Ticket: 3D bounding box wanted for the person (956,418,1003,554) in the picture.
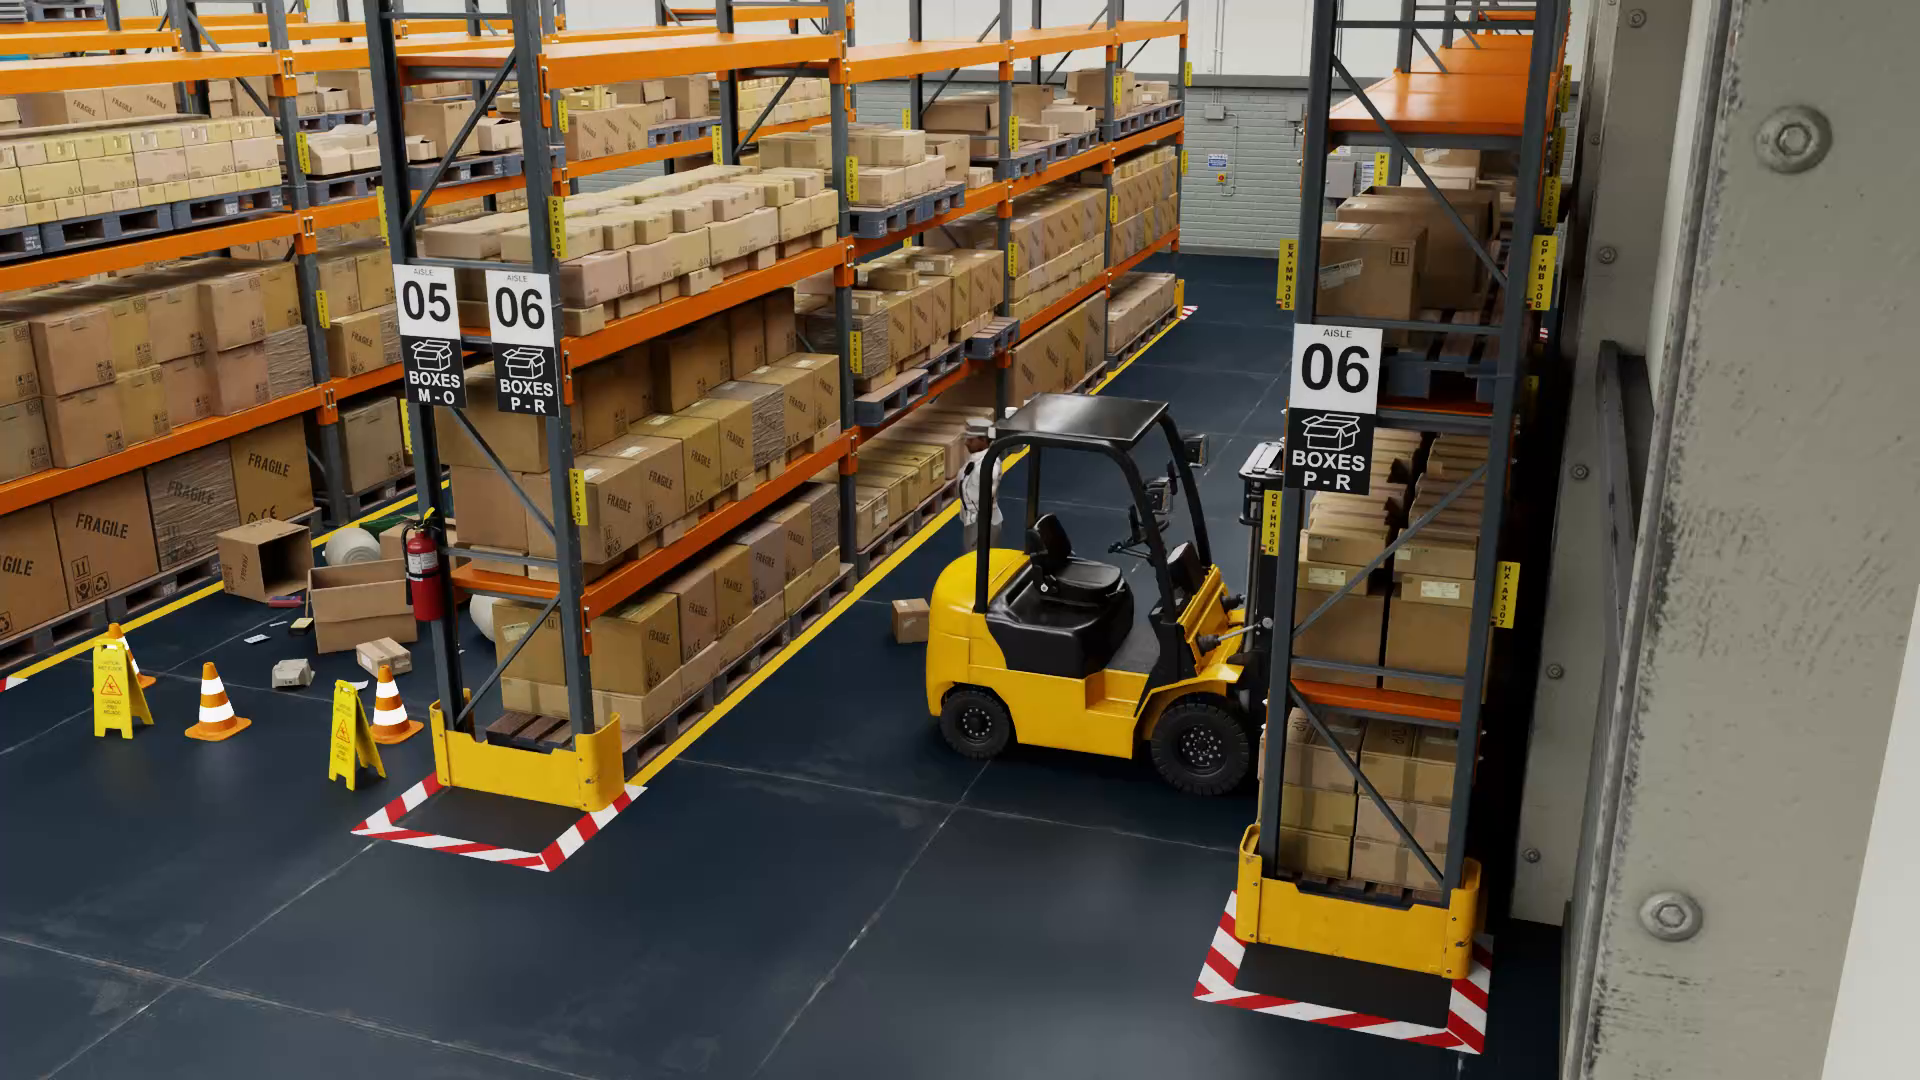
[{"bbox_3d":[0.142,-0.089,12.319,0.343,1.667,0.440,-4,19,-11],"label":"person"}]
